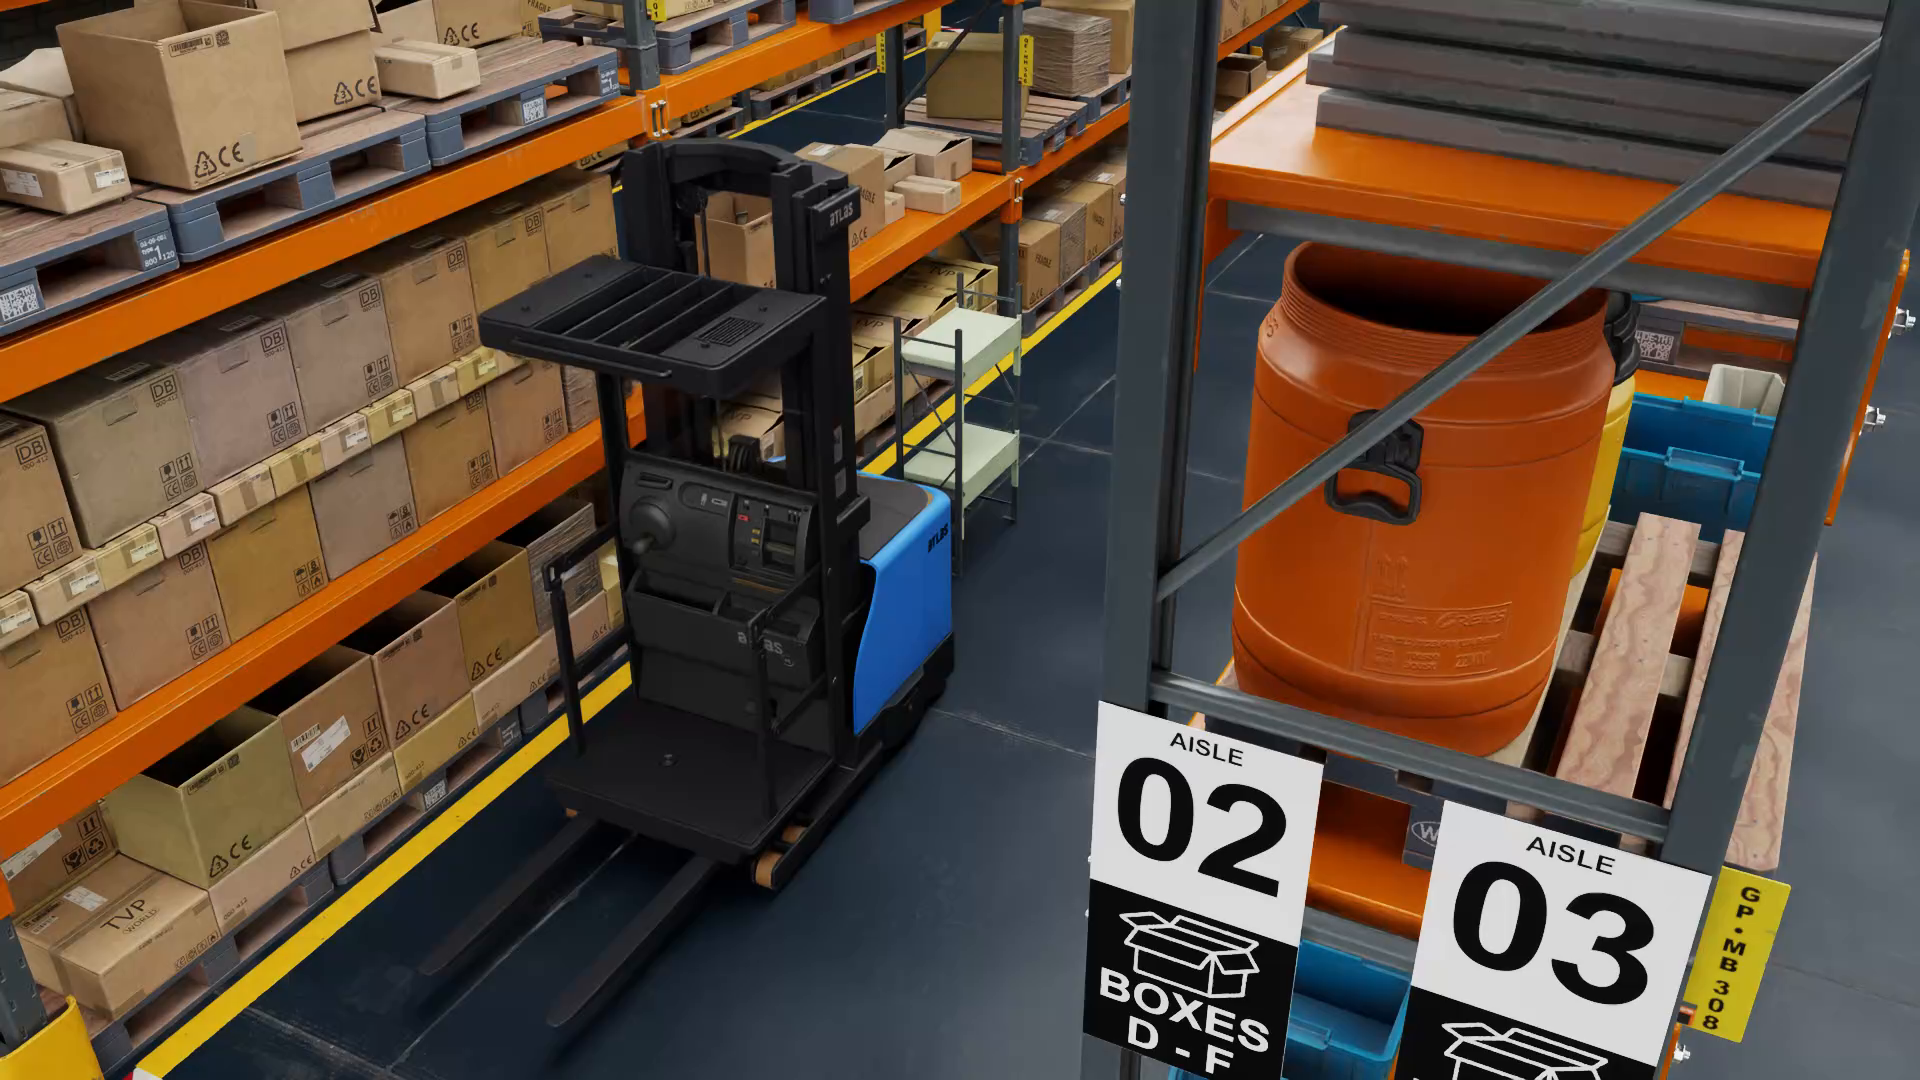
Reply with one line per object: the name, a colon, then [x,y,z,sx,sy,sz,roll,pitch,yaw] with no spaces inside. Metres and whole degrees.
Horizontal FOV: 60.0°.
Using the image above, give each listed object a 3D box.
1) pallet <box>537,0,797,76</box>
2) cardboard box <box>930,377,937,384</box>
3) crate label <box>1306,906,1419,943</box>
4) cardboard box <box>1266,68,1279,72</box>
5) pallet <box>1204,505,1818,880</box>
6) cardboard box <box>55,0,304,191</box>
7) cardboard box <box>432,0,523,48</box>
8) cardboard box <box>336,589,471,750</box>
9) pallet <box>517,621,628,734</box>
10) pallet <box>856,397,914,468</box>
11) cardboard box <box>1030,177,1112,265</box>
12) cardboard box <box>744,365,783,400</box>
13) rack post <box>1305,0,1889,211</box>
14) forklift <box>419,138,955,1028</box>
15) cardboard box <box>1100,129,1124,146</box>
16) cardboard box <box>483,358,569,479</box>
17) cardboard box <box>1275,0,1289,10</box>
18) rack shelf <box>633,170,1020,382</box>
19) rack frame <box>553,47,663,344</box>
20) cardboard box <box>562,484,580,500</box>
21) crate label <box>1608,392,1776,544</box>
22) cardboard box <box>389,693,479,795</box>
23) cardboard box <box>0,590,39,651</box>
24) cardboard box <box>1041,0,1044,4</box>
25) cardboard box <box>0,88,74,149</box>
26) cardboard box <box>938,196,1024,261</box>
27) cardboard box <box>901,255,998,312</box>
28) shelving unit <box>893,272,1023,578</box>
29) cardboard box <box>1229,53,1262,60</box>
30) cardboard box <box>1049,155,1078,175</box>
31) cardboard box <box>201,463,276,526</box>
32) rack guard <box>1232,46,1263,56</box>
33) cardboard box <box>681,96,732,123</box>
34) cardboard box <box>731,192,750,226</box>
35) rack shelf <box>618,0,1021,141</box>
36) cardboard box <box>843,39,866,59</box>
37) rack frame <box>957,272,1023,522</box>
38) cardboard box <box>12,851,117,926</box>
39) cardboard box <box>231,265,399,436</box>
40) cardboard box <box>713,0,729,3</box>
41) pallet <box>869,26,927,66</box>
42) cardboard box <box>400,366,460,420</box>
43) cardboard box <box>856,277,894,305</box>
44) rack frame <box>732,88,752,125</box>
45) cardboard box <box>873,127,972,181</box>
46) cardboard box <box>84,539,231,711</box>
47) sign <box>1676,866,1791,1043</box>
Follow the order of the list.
pallet: [-1.484,-2.684,8.592,0.805,0.209,1.217,13,32,21]
cardboard box: [-0.306,-1.318,11.372,0.500,0.250,0.500,14,33,23]
crate label: [1.309,0.933,5.077,0.502,0.435,0.616,14,33,23]
cardboard box: [3.300,-4.898,17.671,0.380,0.166,0.250,14,33,23]
pallet: [1.176,0.263,3.458,1.003,0.211,1.213,14,33,23]
cardboard box: [-2.696,-1.561,5.781,0.500,0.500,0.500,14,33,23]
cardboard box: [-2.338,-2.496,7.410,0.500,0.500,0.500,17,34,27]
cardboard box: [-2.568,0.534,7.394,0.500,0.500,0.500,14,33,23]
pallet: [-2.274,0.480,8.703,1.003,0.211,1.213,14,33,23]
pallet: [-1.018,-0.742,10.830,1.003,0.211,1.213,14,33,23]
cardboard box: [0.876,-2.544,13.237,0.500,0.500,0.500,14,33,23]
cardboard box: [-0.997,-0.883,10.051,0.500,0.311,0.500,13,32,22]
rack post: [1.169,-0.865,2.722,0.937,0.300,0.954,18,34,28]
forklift: [-1.128,-0.023,6.847,1.130,2.935,3.031,14,33,22]
cardboard box: [1.100,-3.328,14.601,0.500,0.500,0.500,15,33,24]
cardboard box: [-2.305,-0.683,7.826,0.700,0.500,0.500,14,33,23]
cardboard box: [2.936,-5.501,16.218,0.500,0.500,0.500,14,33,23]
rack shelf: [-0.963,-1.647,10.329,1.077,0.370,4.000,14,33,23]
rack frame: [-1.874,-1.073,8.606,1.000,3.000,0.127,14,33,23]
cardboard box: [-2.364,-0.253,8.765,0.500,0.500,0.500,14,33,23]
crate label: [1.858,-0.165,4.163,0.502,0.251,0.408,14,33,23]
cardboard box: [-2.569,0.859,7.581,0.500,0.250,0.500,14,33,23]
cardboard box: [-3.326,0.251,5.549,0.380,0.149,0.250,14,33,23]
cardboard box: [1.099,-4.366,13.819,0.700,0.500,0.500,20,35,31]
cardboard box: [-3.406,-1.348,5.662,0.500,0.250,0.500,14,33,23]
cardboard box: [0.165,-2.421,13.021,0.500,0.500,0.500,16,33,25]
cardboard box: [-0.071,-1.791,11.633,0.500,0.311,0.500,15,33,25]
shelving unit: [-0.003,-0.647,9.371,0.431,1.500,0.755,14,33,23]
cardboard box: [3.096,-5.239,18.282,0.380,0.149,0.250,14,33,23]
cardboard box: [0.650,-3.226,13.671,0.500,0.250,0.500,14,33,22]
cardboard box: [-2.857,-0.207,6.347,0.380,0.149,0.250,13,32,22]
rack guard: [3.558,-5.275,18.433,1.175,0.500,0.348,14,33,23]
cardboard box: [-2.822,-4.674,16.613,0.750,0.750,0.750,15,33,24]
cardboard box: [-1.041,-1.908,9.961,0.500,0.500,0.500,14,33,23]
rack shelf: [-0.963,-2.948,9.582,1.077,0.370,4.000,14,33,23]
cardboard box: [-1.505,-5.835,18.987,0.700,0.500,0.500,13,32,22]
rack frame: [0.164,-0.810,9.654,0.400,1.500,0.023,14,33,23]
cardboard box: [-3.715,1.406,6.629,0.500,0.250,0.500,14,33,23]
cardboard box: [-2.756,-0.813,6.750,0.700,0.500,0.500,14,33,23]
cardboard box: [-1.337,-3.006,8.689,0.500,0.250,0.500,11,32,19]
pallet: [-1.114,-5.933,19.870,1.003,0.211,1.213,14,33,23]
cardboard box: [-2.387,-0.666,7.145,0.380,0.149,0.250,15,33,25]
cardboard box: [-0.784,-1.678,11.437,0.500,0.311,0.500,13,33,22]
rack frame: [-2.641,-5.741,16.736,1.000,3.000,0.127,14,33,23]
cardboard box: [-0.256,-2.656,11.452,0.500,0.311,0.500,16,34,26]
cardboard box: [-3.237,0.219,6.256,0.700,0.500,0.500,15,33,25]
sign: [1.199,0.648,2.588,0.100,0.325,0.005,14,33,23]
